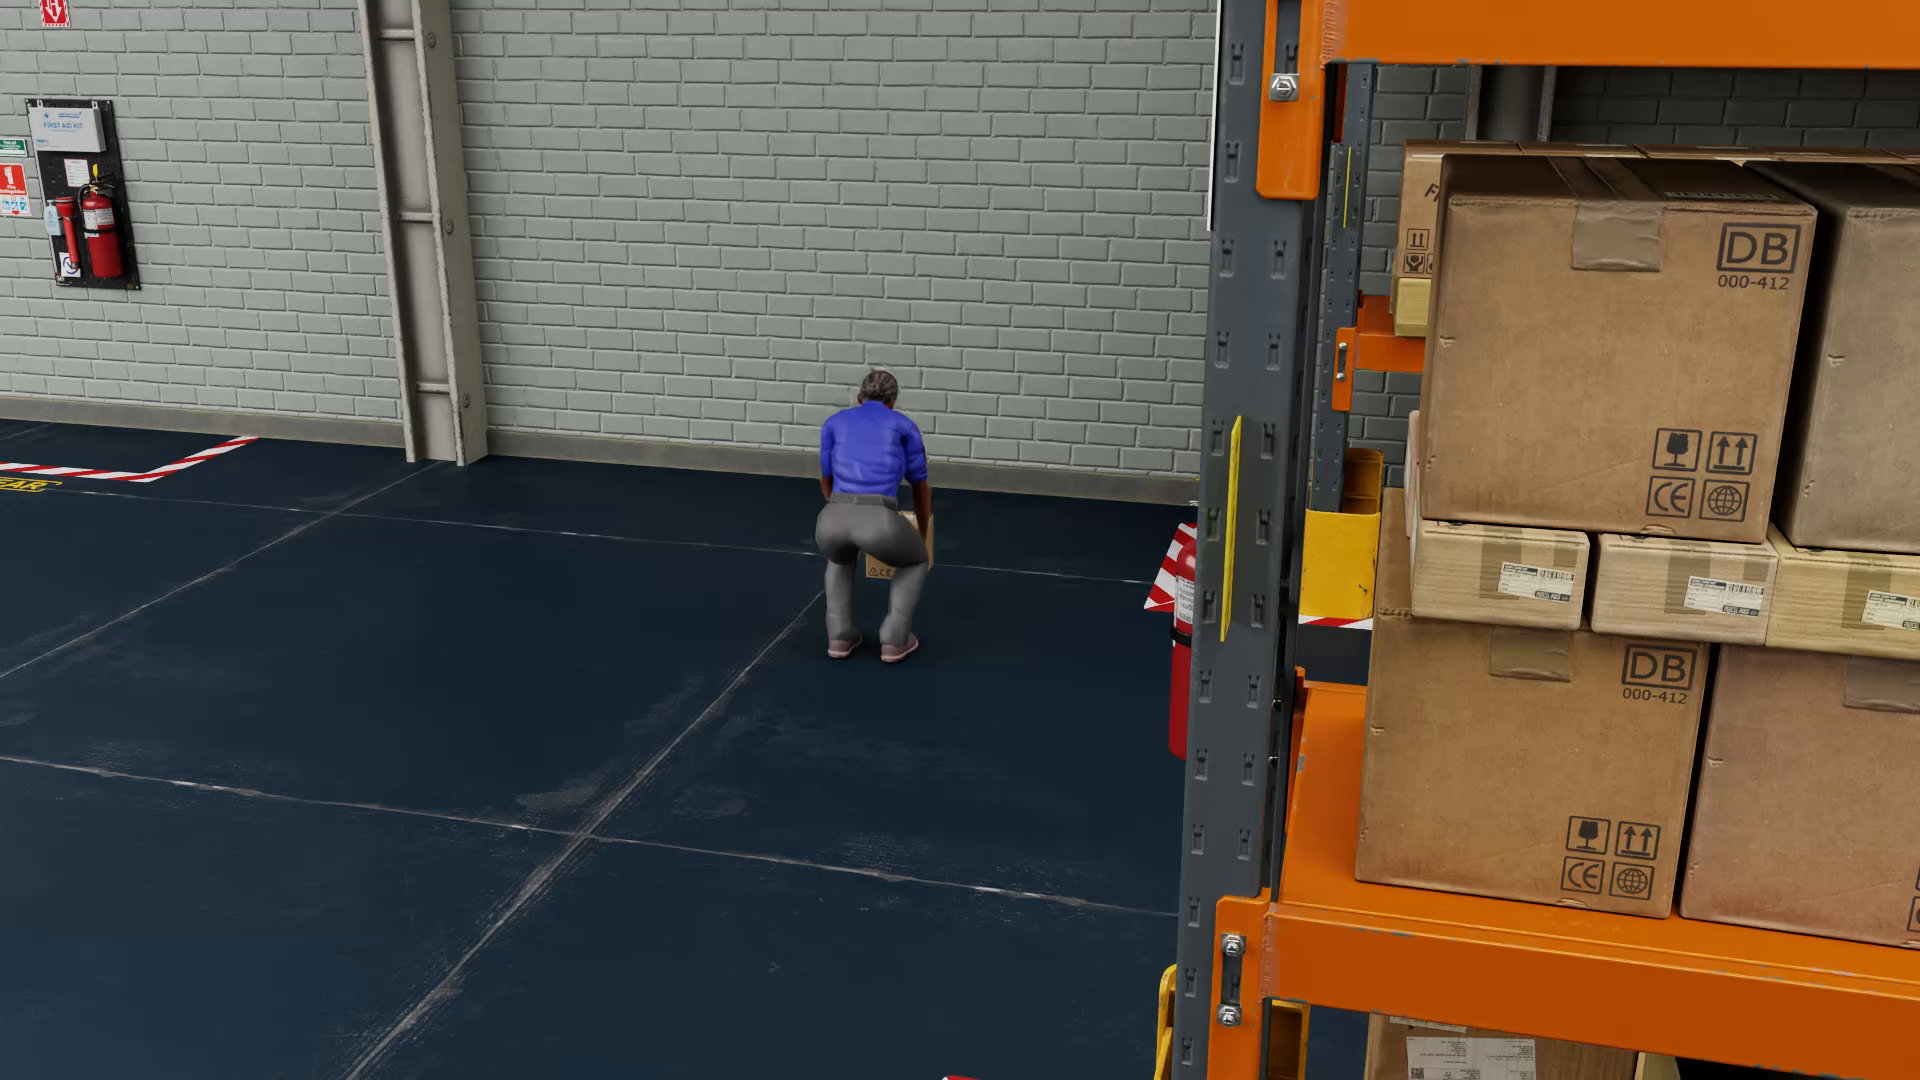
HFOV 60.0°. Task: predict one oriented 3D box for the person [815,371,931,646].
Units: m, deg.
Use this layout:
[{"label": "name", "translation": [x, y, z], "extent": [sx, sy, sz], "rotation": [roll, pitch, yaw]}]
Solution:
[{"label": "person", "translation": [-0.400, -0.119, 7.123], "extent": [0.501, 1.112, 0.726], "rotation": [5, 19, 13]}]
